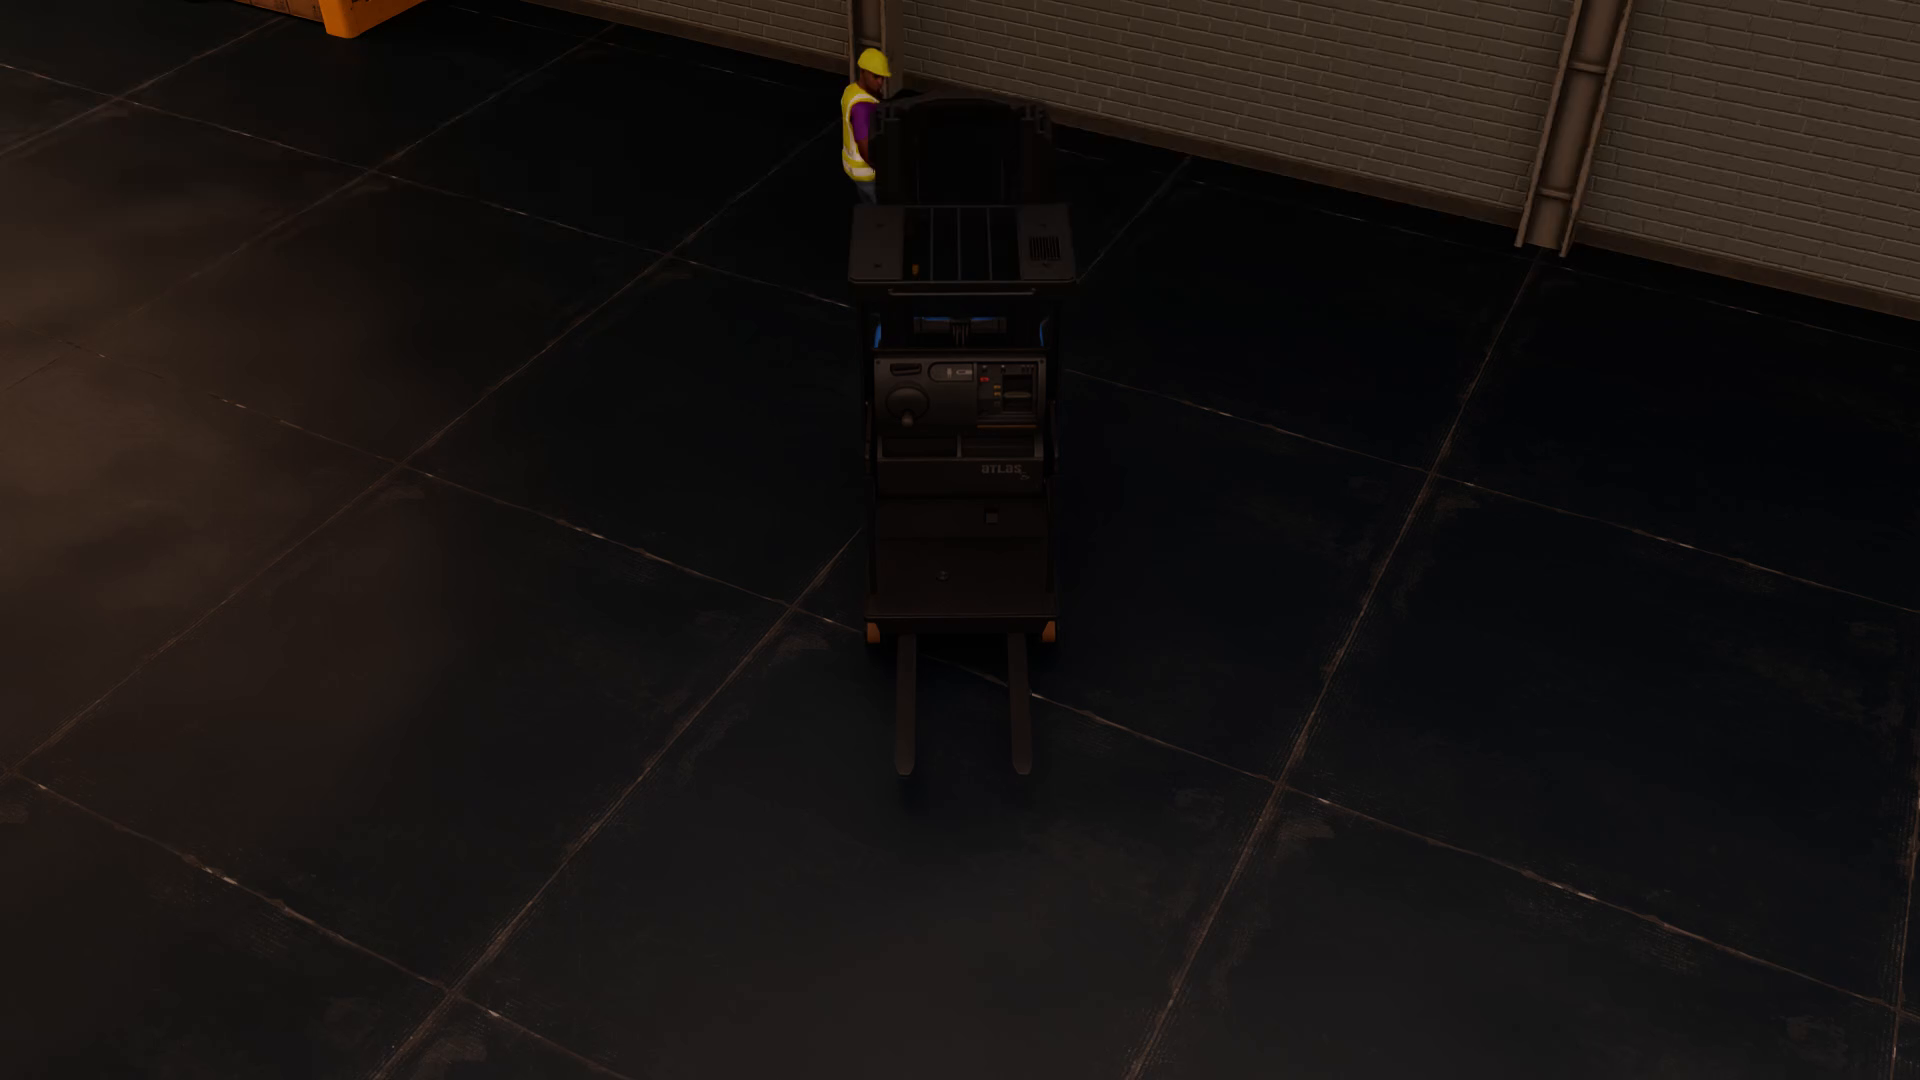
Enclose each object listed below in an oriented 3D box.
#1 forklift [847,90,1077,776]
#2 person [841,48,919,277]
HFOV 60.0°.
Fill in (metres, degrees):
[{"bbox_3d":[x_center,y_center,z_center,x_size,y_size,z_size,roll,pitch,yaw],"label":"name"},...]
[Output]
[{"bbox_3d":[0.006,-0.728,8.851,1.130,2.935,3.031,0,40,0],"label":"forklift"},{"bbox_3d":[-0.604,-2.744,12.171,0.519,1.739,0.785,-15,42,-17],"label":"person"}]
